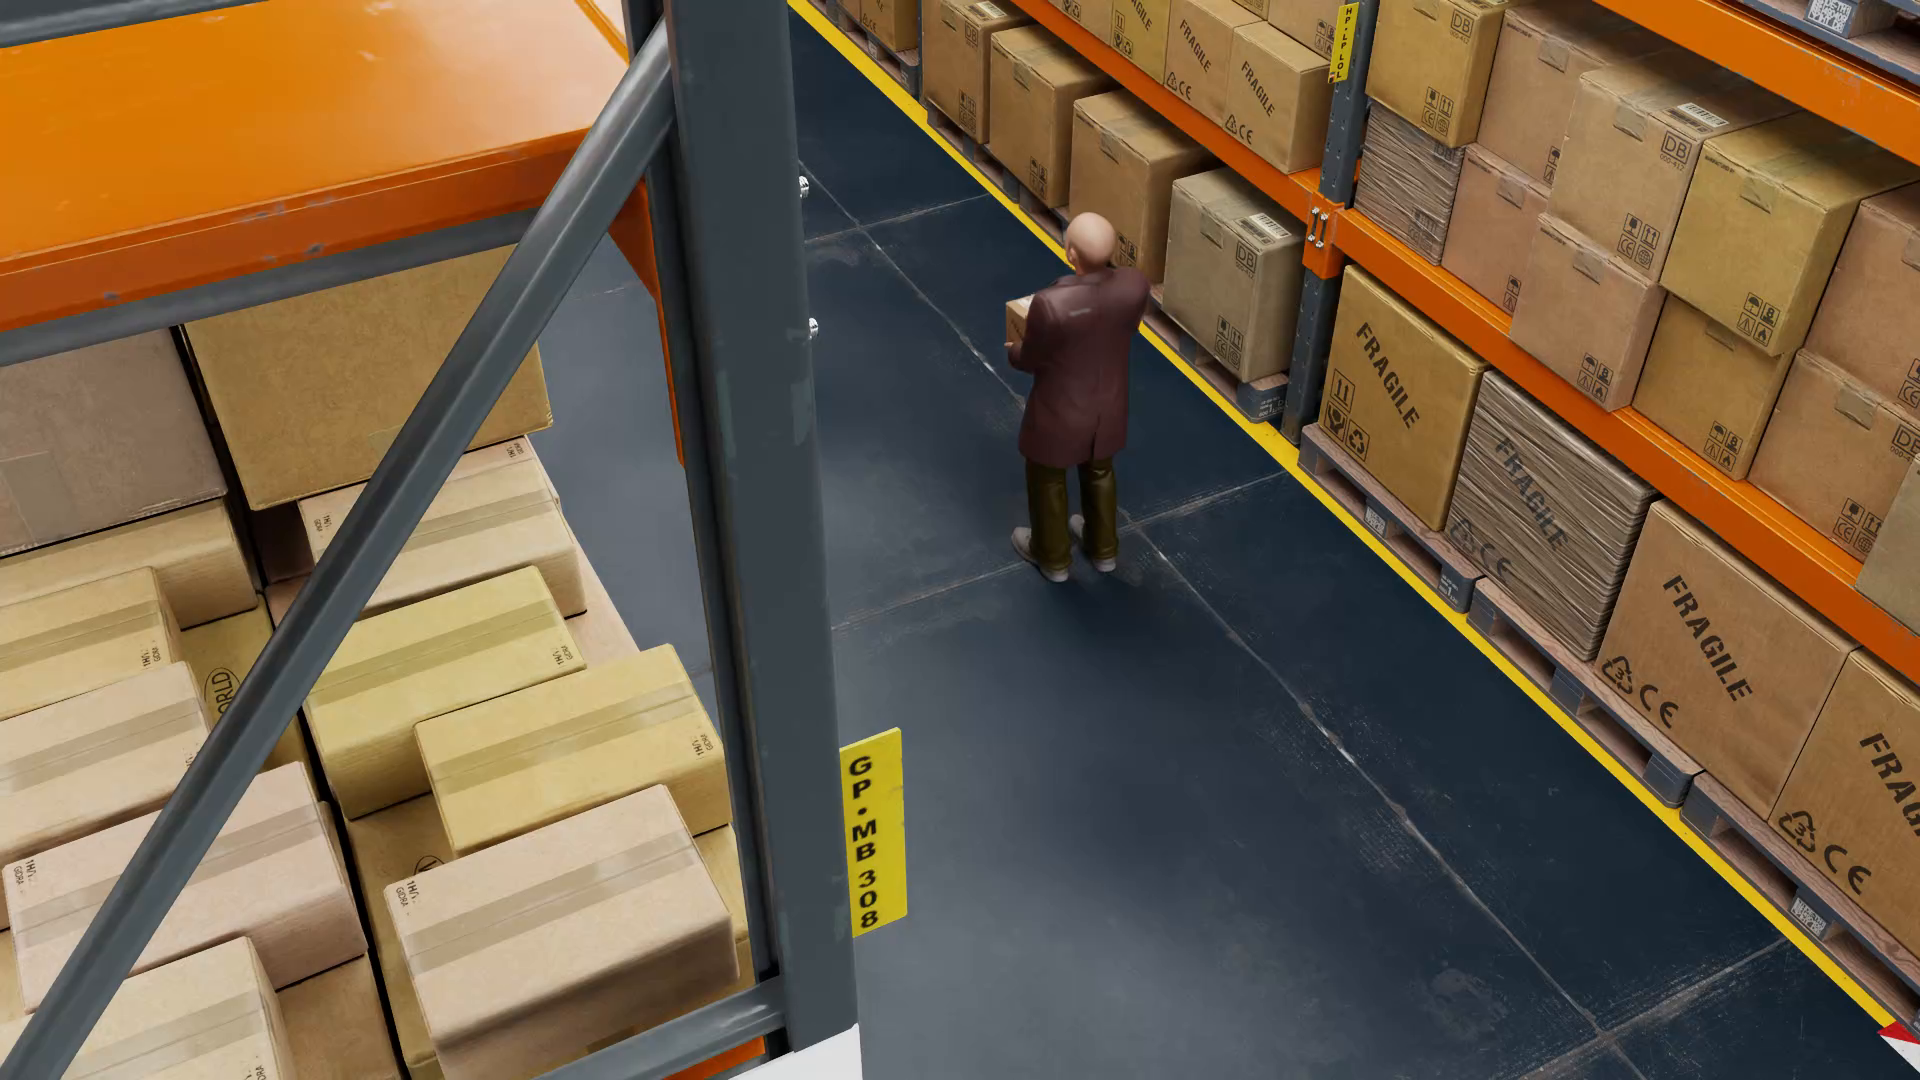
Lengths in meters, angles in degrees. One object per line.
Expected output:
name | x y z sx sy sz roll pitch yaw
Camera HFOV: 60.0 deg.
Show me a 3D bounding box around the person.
person | 0.437 -0.628 6.897 0.537 1.777 0.548 -19 44 -21
